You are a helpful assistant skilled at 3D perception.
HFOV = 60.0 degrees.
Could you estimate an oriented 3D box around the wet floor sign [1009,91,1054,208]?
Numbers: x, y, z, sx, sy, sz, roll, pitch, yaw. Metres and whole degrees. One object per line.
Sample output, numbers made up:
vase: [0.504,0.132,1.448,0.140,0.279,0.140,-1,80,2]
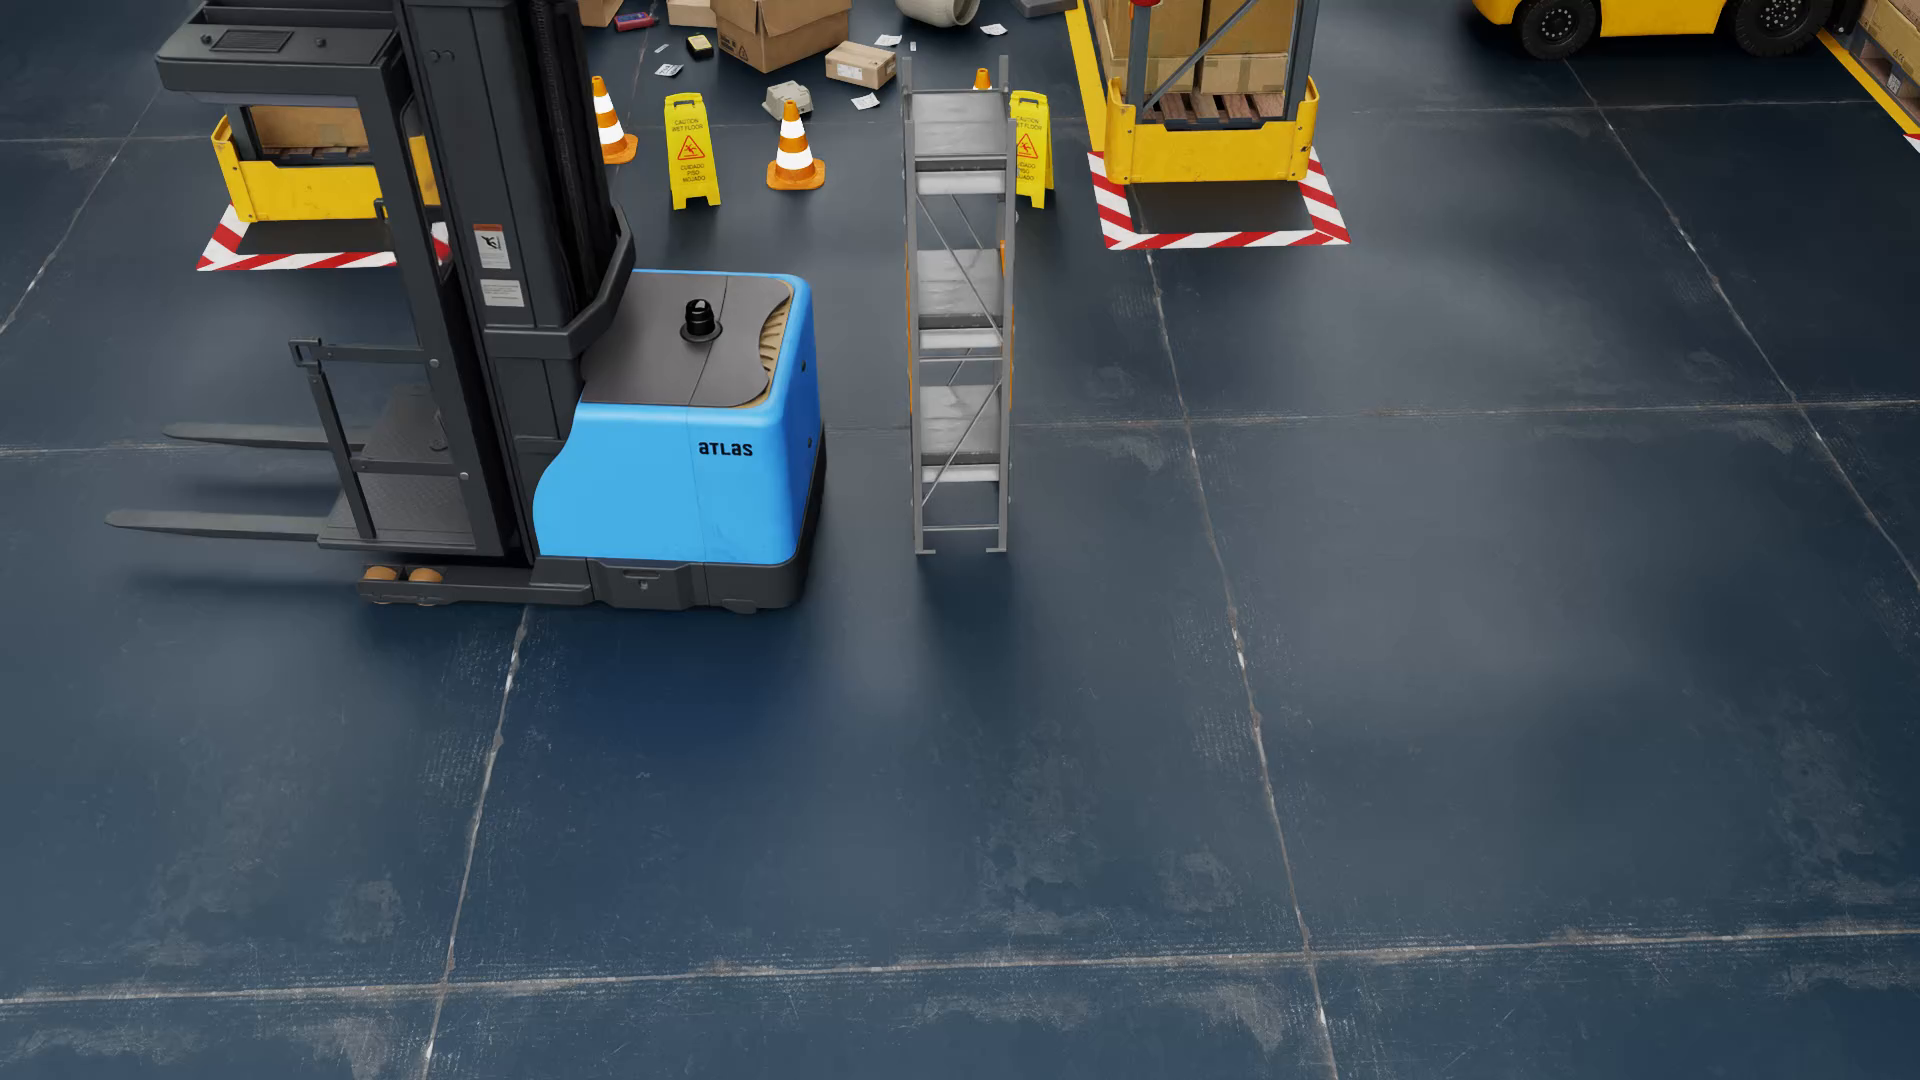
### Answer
wet floor sign: [0.382,-2.223,9.347,0.267,0.644,0.232,12,44,13]

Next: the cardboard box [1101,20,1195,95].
cardboard box: [1.139,-2.945,10.117,0.500,0.250,0.500,-2,43,-2]

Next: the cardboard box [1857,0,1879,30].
cardboard box: [6.042,-3.518,10.742,0.500,0.250,0.500,-1,43,-1]

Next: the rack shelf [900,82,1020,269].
rack shelf: [-0.007,-1.392,6.348,0.431,0.518,0.480,-2,43,-2]

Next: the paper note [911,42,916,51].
paper note: [-0.308,-3.247,10.935,0.032,0.001,0.123,-2,43,-2]

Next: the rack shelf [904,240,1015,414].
rack shelf: [-0.007,-0.876,6.821,0.431,0.518,0.480,-2,43,-2]

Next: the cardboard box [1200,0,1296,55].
cardboard box: [1.683,-3.236,9.879,0.500,0.500,0.500,-3,43,-3]

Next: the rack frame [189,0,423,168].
rack frame: [-3.498,-3.039,8.496,1.000,3.000,0.127,-2,43,-2]

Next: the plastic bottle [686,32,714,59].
plastic bottle: [-1.716,-3.248,10.898,0.133,0.061,0.283,-16,45,-16]

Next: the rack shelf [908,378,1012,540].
rack shelf: [-0.007,-0.360,7.294,0.431,0.518,0.480,-2,43,-2]

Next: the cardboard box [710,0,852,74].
cardboard box: [-1.161,-3.443,10.783,0.797,0.503,0.637,-32,51,-30]

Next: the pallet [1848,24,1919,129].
pallet: [6.328,-2.882,10.387,1.003,0.211,1.213,-2,43,-2]

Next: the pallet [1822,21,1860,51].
pallet: [6.279,-3.703,11.284,1.003,0.211,1.213,-2,43,-2]

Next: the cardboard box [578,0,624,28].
cardboard box: [-2.577,-3.801,11.174,0.500,0.500,0.500,5,43,6]

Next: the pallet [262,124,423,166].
pallet: [-3.611,-2.549,10.024,1.003,0.211,1.213,-2,43,-2]

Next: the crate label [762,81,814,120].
crate label: [-1.054,-2.715,10.261,0.250,0.136,0.298,-23,47,-23]

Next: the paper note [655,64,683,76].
paper note: [-1.867,-3.023,10.677,0.144,0.017,0.142,12,44,13]

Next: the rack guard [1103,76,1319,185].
rack guard: [1.440,-2.379,9.626,1.175,0.500,0.348,-2,43,-2]

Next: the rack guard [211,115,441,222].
rack guard: [-3.497,-2.102,9.323,1.175,0.500,0.348,-2,43,-2]

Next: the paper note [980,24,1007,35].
paper note: [0.228,-3.412,11.100,0.142,0.019,0.148,-16,45,-16]

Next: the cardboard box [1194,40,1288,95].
cardboard box: [1.685,-2.943,10.115,0.500,0.250,0.500,-2,43,-2]

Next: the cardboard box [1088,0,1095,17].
cardboard box: [1.098,-3.632,10.866,0.500,0.250,0.500,-3,43,-3]

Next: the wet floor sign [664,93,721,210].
wet floor sign: [-1.519,-2.209,9.332,0.267,0.644,0.232,-8,43,-9]

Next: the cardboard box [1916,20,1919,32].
cardboard box: [6.069,-3.040,9.850,0.500,0.250,0.500,-2,43,-2]

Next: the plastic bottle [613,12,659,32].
plastic bottle: [-2.170,-3.482,11.153,0.283,0.061,0.133,-16,45,-16]

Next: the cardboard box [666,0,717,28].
cardboard box: [-1.755,-3.624,11.157,0.396,0.266,0.258,5,43,6]

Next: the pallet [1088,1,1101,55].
pallet: [1.392,-3.644,11.219,1.003,0.211,1.213,-2,43,-2]

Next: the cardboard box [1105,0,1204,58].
cardboard box: [1.148,-3.201,9.841,0.500,0.500,0.500,-1,43,-2]

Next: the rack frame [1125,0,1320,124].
rack frame: [1.443,-3.250,8.725,1.000,3.000,0.127,-2,43,-2]

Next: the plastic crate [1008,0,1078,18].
plastic crate: [0.520,-3.790,11.476,0.402,0.080,0.583,-16,45,-16]

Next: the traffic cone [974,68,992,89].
traffic cone: [0.136,-2.568,9.859,0.336,0.463,0.334,-2,43,-2]

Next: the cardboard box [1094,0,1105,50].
cardboard box: [1.126,-3.279,10.481,0.500,0.250,0.500,-1,43,-2]

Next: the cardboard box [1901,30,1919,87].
cardboard box: [6.066,-2.844,10.007,0.500,0.250,0.500,-1,43,-1]

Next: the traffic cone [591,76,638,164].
traffic cone: [-2.102,-2.503,9.788,0.336,0.463,0.334,-2,43,-2]

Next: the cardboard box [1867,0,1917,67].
cardboard box: [6.055,-3.180,10.373,0.500,0.250,0.500,-2,43,-2]

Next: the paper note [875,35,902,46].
paper note: [-0.472,-3.310,10.996,0.148,0.019,0.142,12,44,13]

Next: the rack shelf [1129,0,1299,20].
rack shelf: [1.358,-4.335,10.441,1.077,0.370,4.000,-2,43,-2]

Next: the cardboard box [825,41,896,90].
cardboard box: [-0.631,-3.025,10.590,0.380,0.149,0.250,19,46,20]

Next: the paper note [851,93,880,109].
paper note: [-0.586,-2.736,10.362,0.148,0.019,0.142,-16,45,-16]

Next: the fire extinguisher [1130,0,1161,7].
fire extinguisher: [0.987,-3.131,8.652,0.296,0.674,0.183,-2,43,-2]

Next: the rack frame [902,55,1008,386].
rack frame: [-0.017,-1.051,6.992,0.400,2.100,0.015,-2,43,-2]

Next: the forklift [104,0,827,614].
forklift: [-2.153,-1.153,6.488,3.031,2.935,1.130,2,43,3]

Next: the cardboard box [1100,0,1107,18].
cardboard box: [1.123,-3.553,10.225,0.500,0.500,0.500,0,43,0]

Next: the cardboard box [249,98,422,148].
cardboard box: [-3.593,-2.867,9.569,0.875,0.875,0.875,-1,43,-2]

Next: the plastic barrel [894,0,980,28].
plastic barrel: [-0.158,-3.651,11.069,0.512,0.421,0.421,27,49,27]

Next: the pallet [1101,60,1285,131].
pallet: [1.440,-2.822,10.323,1.003,0.211,1.213,-2,43,-2]

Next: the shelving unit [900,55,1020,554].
shelving unit: [-0.007,-0.886,6.812,0.431,2.100,0.503,-2,43,-2]

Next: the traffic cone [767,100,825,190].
traffic cone: [-0.959,-2.306,9.573,0.336,0.463,0.334,-2,43,-2]

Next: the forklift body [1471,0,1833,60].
forklift body: [4.499,-4.310,10.509,2.313,2.155,1.214,-2,43,-2]

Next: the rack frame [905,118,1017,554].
rack frame: [0.003,-0.721,6.632,0.400,2.100,0.015,-2,43,-2]

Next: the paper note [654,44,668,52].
paper note: [-1.958,-3.227,10.912,0.032,0.001,0.123,19,46,20]

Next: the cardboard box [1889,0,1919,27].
cardboard box: [6.058,-3.379,10.220,0.500,0.250,0.500,-2,43,-2]
